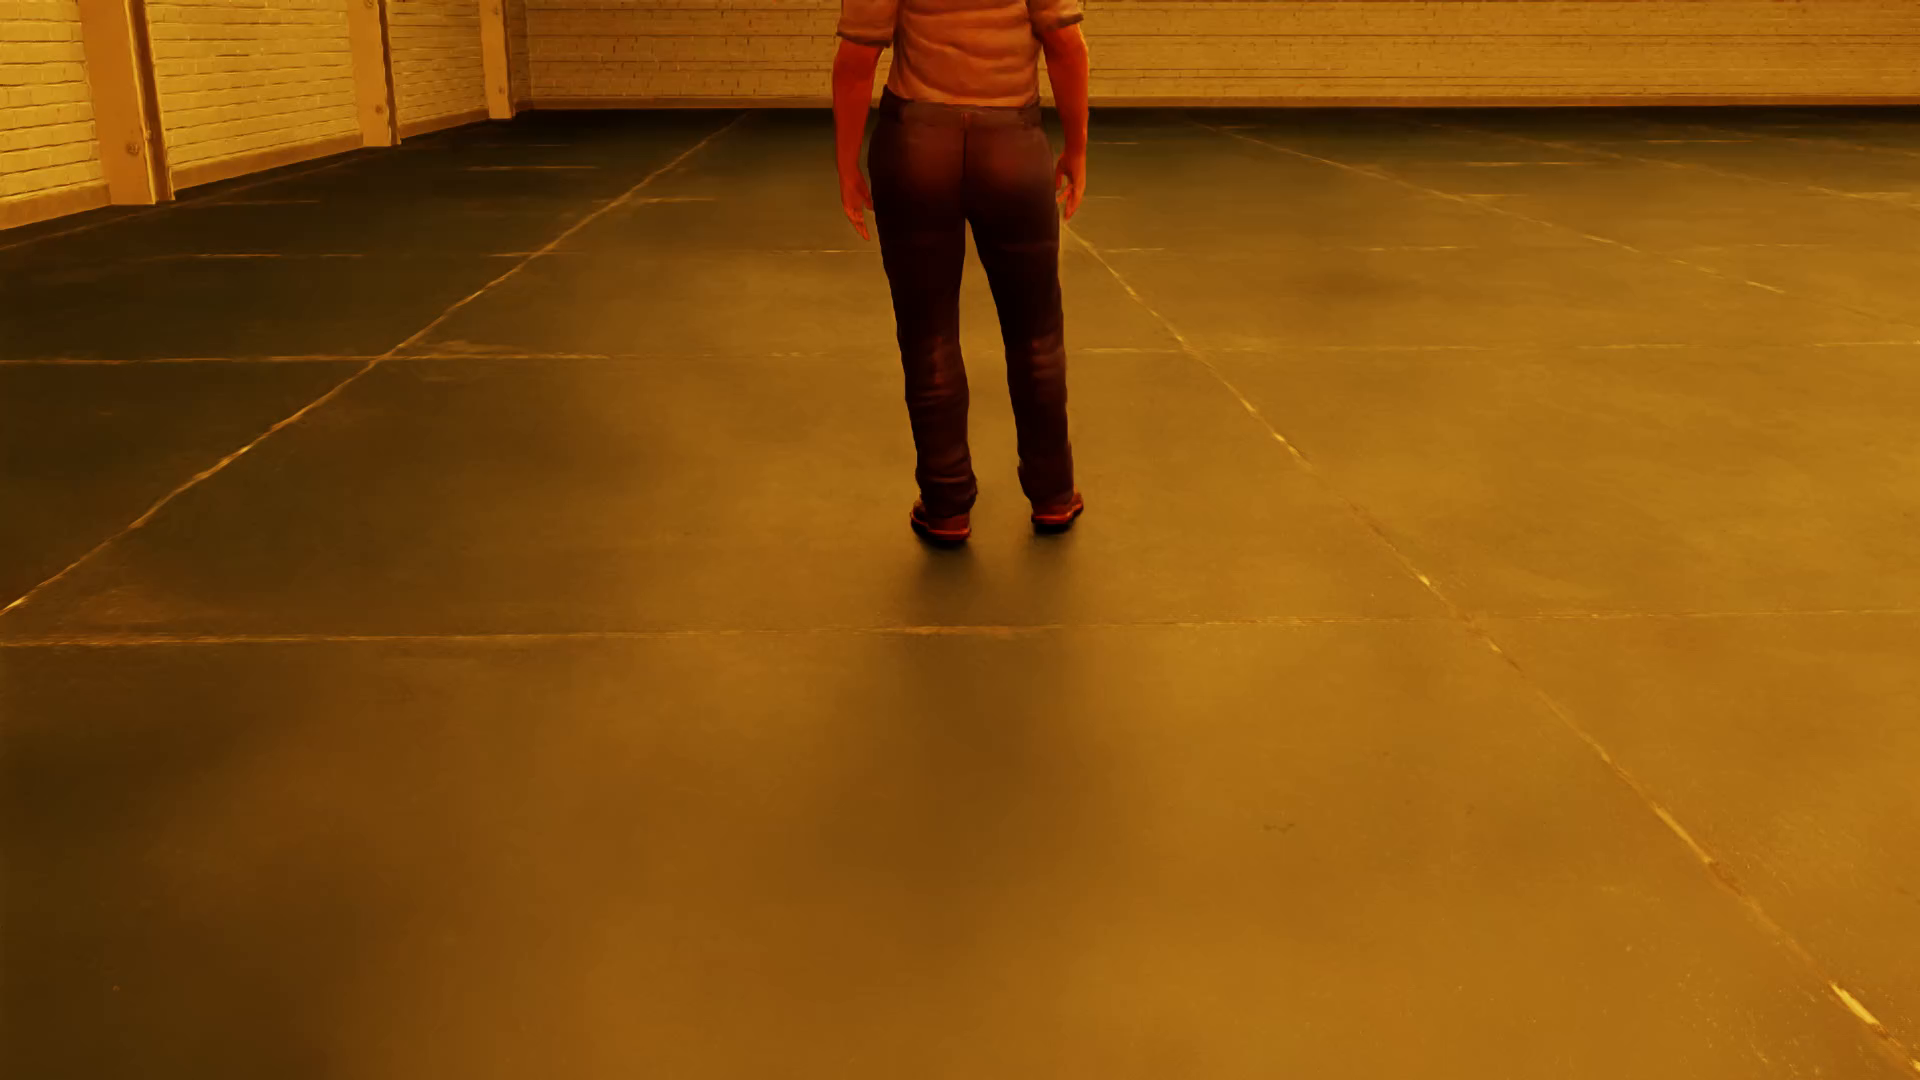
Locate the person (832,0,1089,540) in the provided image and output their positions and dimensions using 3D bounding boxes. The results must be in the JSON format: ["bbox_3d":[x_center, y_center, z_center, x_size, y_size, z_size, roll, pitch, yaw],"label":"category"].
[{"bbox_3d":[0.018,-0.821,3.762,0.599,1.650,0.502,-1,17,-3],"label":"person"}]
